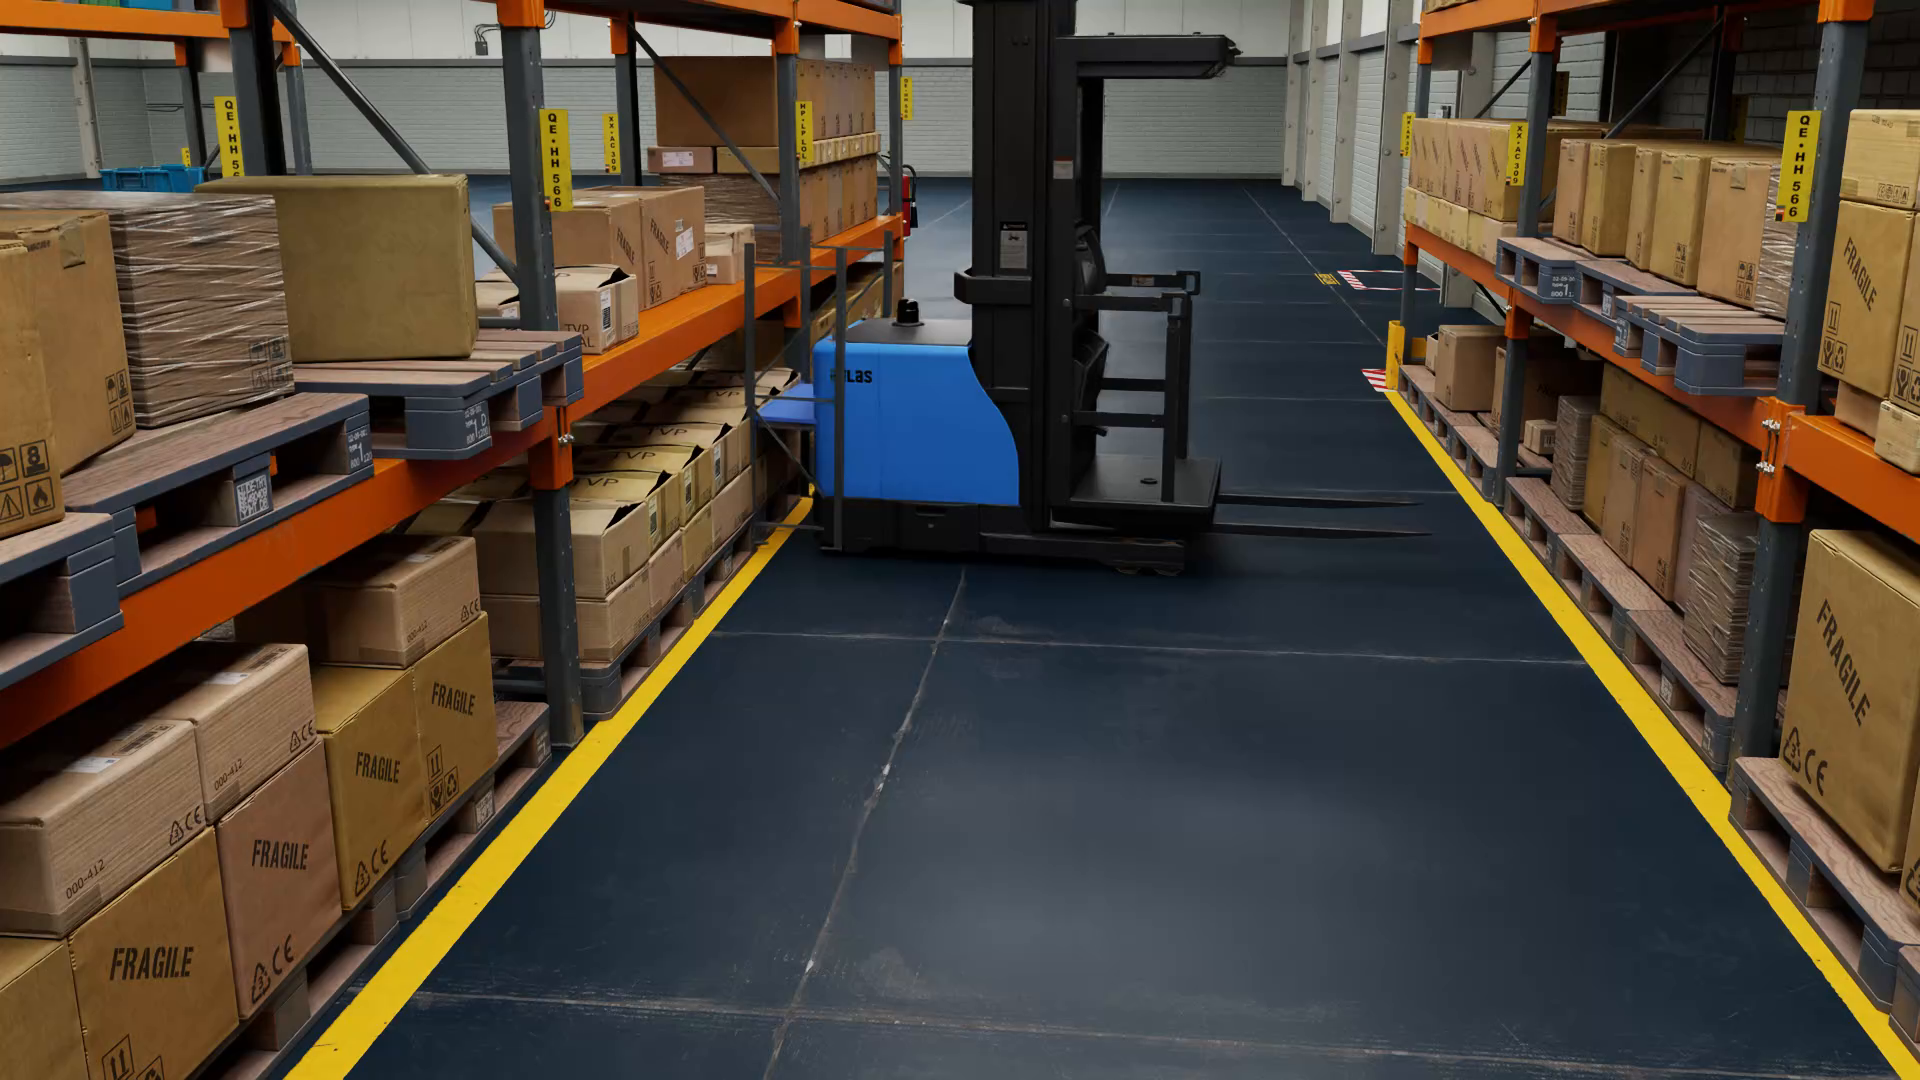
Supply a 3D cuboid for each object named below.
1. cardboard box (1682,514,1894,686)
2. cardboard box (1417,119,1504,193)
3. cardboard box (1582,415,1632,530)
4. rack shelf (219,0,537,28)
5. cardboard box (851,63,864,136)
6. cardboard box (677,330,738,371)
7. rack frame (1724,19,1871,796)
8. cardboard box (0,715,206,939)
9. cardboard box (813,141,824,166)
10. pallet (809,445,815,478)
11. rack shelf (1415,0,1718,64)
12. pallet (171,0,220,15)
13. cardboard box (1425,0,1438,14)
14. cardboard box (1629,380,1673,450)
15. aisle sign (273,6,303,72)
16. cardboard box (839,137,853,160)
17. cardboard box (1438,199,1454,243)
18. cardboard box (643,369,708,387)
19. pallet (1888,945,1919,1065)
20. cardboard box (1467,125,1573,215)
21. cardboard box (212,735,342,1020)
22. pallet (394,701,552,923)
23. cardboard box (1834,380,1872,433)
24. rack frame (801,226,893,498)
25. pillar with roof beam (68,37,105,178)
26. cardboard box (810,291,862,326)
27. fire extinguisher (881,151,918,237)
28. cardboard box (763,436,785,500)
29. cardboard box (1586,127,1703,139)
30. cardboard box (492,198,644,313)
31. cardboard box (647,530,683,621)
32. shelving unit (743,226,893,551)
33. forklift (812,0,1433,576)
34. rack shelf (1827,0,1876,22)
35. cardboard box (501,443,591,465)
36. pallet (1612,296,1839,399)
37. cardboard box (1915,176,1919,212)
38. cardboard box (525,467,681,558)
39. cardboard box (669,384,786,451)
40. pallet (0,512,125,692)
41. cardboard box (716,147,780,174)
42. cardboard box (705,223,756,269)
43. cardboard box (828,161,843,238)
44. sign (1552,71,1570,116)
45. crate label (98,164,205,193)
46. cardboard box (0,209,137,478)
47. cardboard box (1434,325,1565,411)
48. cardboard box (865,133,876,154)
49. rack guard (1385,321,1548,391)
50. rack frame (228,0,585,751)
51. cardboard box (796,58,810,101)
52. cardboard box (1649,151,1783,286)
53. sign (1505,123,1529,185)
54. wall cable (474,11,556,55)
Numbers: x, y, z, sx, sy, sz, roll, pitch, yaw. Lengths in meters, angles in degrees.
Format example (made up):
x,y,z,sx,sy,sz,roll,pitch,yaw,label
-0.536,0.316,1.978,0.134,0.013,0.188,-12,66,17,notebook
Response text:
x,y,z,sx,sy,sz,roll,pitch,yaw,label
3.090,0.219,6.052,0.700,0.500,0.500,2,15,7,cardboard box
3.545,-2.718,11.781,0.500,0.500,0.500,2,15,6,cardboard box
3.437,-0.303,7.983,0.700,0.500,0.500,1,15,5,cardboard box
-2.088,-1.314,3.407,1.077,0.370,4.000,2,15,6,rack shelf
-1.084,-3.210,12.111,0.700,0.500,0.500,1,15,5,cardboard box
-1.507,-1.263,10.613,0.500,0.500,0.500,2,15,6,cardboard box
3.061,-0.587,5.087,1.000,3.000,0.127,2,15,6,rack frame
-1.904,0.560,3.354,0.500,0.250,0.500,2,15,6,cardboard box
-1.074,-2.460,10.578,0.380,0.149,0.250,1,15,4,cardboard box
-1.279,-0.628,10.582,1.003,0.211,1.213,2,15,6,pallet
3.738,-3.244,10.544,1.077,0.370,4.000,2,15,6,rack shelf
-6.071,-4.099,12.689,1.003,0.211,1.213,2,15,6,pallet
3.677,-4.089,12.059,0.500,0.500,0.500,2,15,8,cardboard box
3.344,-0.551,7.464,0.500,0.250,0.500,1,15,5,cardboard box
-5.577,-4.219,13.537,0.394,0.787,0.004,2,15,6,aisle sign
-0.958,-2.728,11.569,0.380,0.149,0.250,2,15,8,cardboard box
3.426,-2.084,10.871,0.500,0.250,0.500,2,15,7,cardboard box
-1.705,-0.816,9.321,0.500,0.311,0.500,2,15,6,cardboard box
2.757,1.277,3.536,1.003,0.211,1.213,2,15,6,pallet
3.309,-2.185,9.809,0.500,0.500,0.500,2,15,6,cardboard box
-1.846,0.782,3.969,0.500,0.500,0.500,1,15,4,cardboard box
-1.984,0.807,5.275,1.003,0.211,1.213,2,15,6,pallet
2.793,-0.397,4.826,0.380,0.149,0.250,1,15,5,cardboard box
-0.628,-0.951,9.138,0.500,1.500,0.032,4,16,10,rack frame
-18.892,-13.933,42.949,9.100,9.000,0.400,2,15,6,pillar with roof beam
-0.934,-1.377,11.035,0.500,0.500,0.500,2,15,6,cardboard box
-0.484,-2.787,13.369,0.296,0.674,0.183,2,15,6,fire extinguisher
-1.228,-0.398,8.849,0.500,0.250,0.500,1,15,5,cardboard box
3.773,-2.040,9.271,0.500,0.500,0.500,1,15,5,cardboard box
-1.689,-1.216,7.221,0.500,0.500,0.500,1,15,3,cardboard box
-1.455,0.135,6.879,0.500,0.250,0.500,1,15,5,cardboard box
-0.720,-0.821,8.655,0.538,1.500,1.048,4,16,10,shelving unit
0.829,-1.391,8.192,3.031,2.935,1.130,3,15,11,forklift
2.835,-1.169,2.871,1.077,0.370,4.000,2,15,6,rack shelf
-1.936,-0.287,7.366,0.500,0.311,0.500,2,15,6,cardboard box
3.035,-0.682,5.807,1.213,0.211,1.003,2,15,6,pallet
2.693,-0.901,4.011,0.500,0.250,0.500,1,15,5,cardboard box
-1.460,-0.142,6.829,0.500,0.311,0.500,1,15,5,cardboard box
-1.224,-0.667,8.771,0.500,0.311,0.500,2,15,8,cardboard box
-2.115,0.194,2.566,1.003,0.211,1.213,2,15,6,pallet
-1.188,-2.195,9.598,0.380,0.149,0.250,2,15,6,cardboard box
-1.423,-1.568,9.002,0.500,0.250,0.500,3,15,10,cardboard box
-1.196,-2.333,11.351,0.700,0.500,0.500,2,15,8,cardboard box
4.513,-3.352,12.488,0.100,0.325,0.005,2,15,6,sign
-5.819,-2.486,12.040,0.502,0.435,0.616,2,15,6,crate label
-2.175,-0.406,3.420,0.700,0.500,0.500,-2,15,-8,cardboard box
3.599,-1.154,11.130,0.700,0.500,0.500,1,15,3,cardboard box
-0.841,-2.996,12.560,0.380,0.149,0.250,2,15,8,cardboard box
3.955,-1.436,13.013,1.175,0.500,0.348,2,15,6,rack guard
-1.862,-0.732,5.623,1.000,3.000,0.127,2,15,6,rack frame
-1.311,-2.690,10.188,0.700,0.500,0.500,2,15,6,cardboard box
3.222,-1.294,6.666,0.700,0.500,0.500,2,15,6,cardboard box
2.972,-2.056,8.862,0.100,0.325,0.005,2,15,6,sign
-12.092,-16.143,44.606,2.305,6.003,0.169,2,15,6,wall cable
